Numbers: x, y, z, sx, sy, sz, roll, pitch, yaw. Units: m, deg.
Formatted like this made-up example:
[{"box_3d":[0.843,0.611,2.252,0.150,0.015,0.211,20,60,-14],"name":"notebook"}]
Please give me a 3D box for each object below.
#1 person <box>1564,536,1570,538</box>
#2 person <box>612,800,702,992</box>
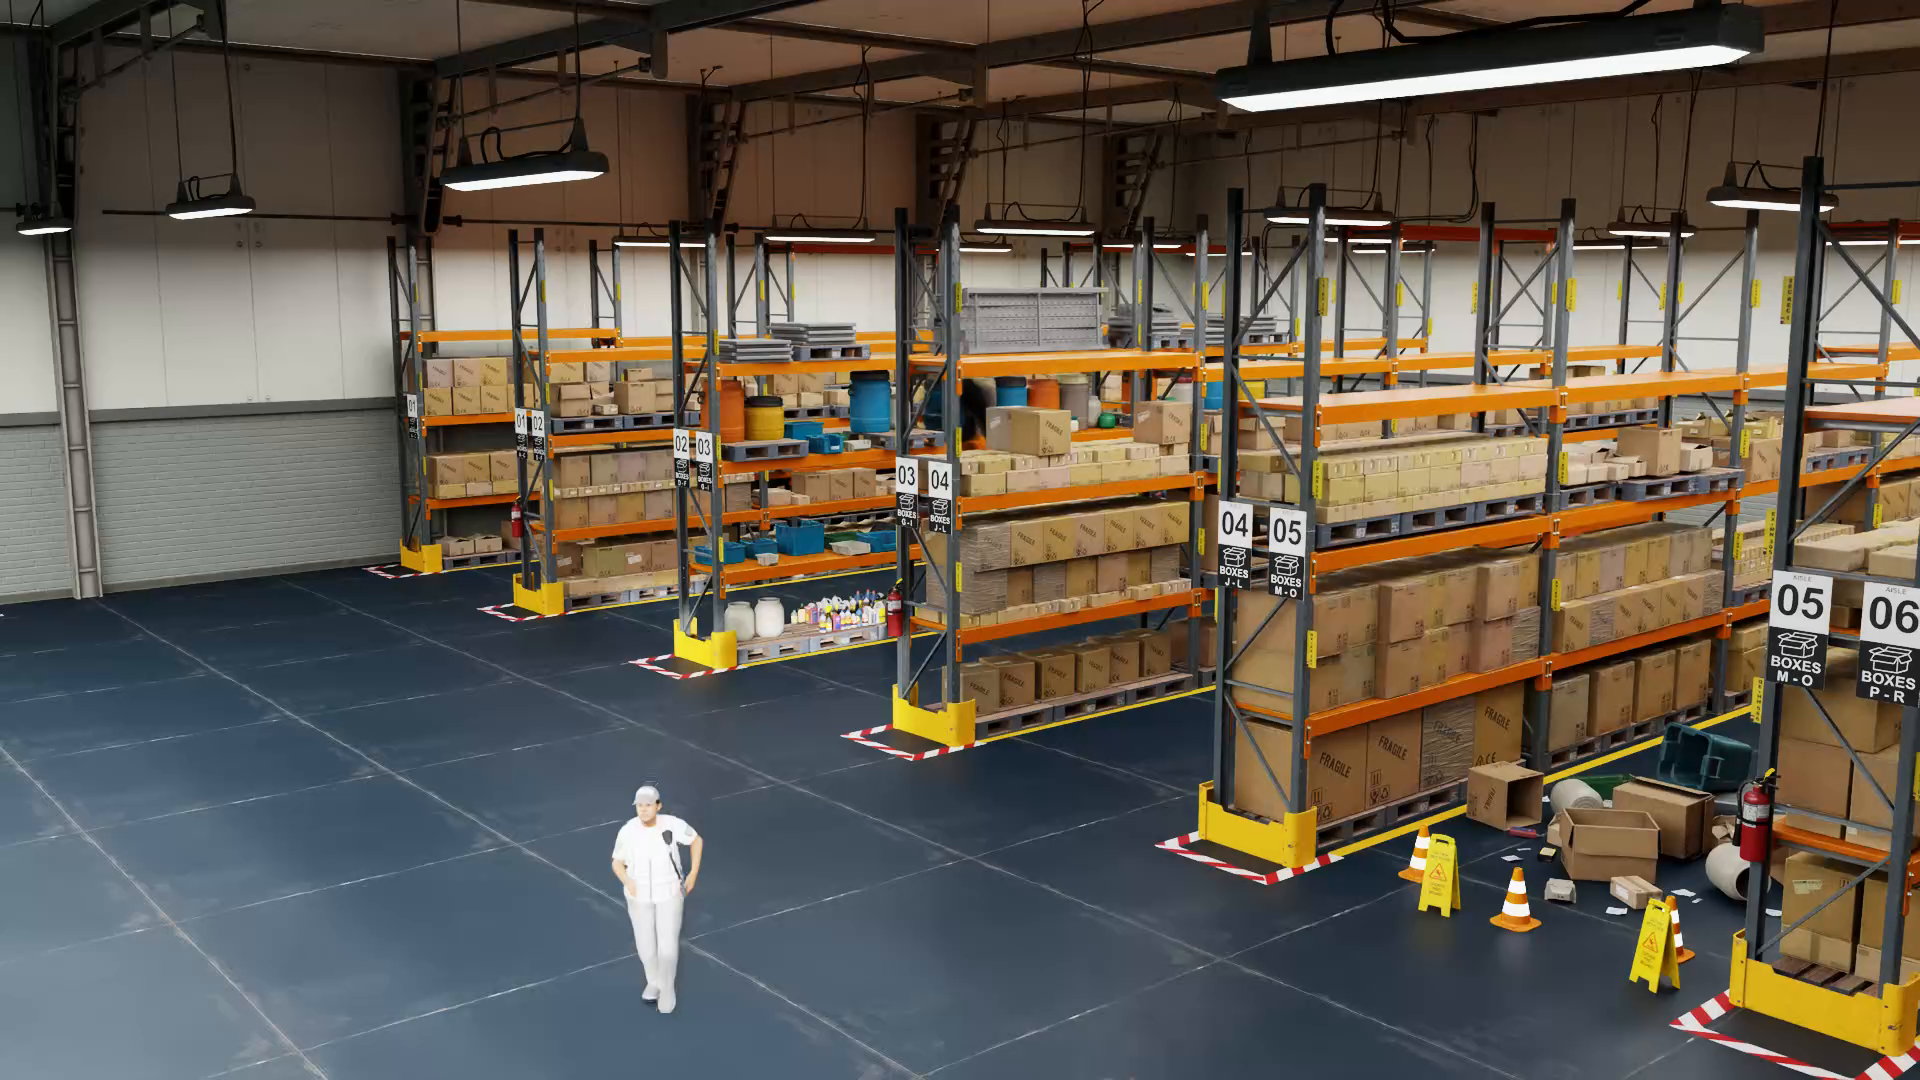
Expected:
[{"box_3d":[8.268,0.813,22.787,0.663,1.748,0.780,7,11,40],"name":"person"},{"box_3d":[-2.169,2.525,11.854,0.613,1.534,0.636,0,9,-1],"name":"person"}]
